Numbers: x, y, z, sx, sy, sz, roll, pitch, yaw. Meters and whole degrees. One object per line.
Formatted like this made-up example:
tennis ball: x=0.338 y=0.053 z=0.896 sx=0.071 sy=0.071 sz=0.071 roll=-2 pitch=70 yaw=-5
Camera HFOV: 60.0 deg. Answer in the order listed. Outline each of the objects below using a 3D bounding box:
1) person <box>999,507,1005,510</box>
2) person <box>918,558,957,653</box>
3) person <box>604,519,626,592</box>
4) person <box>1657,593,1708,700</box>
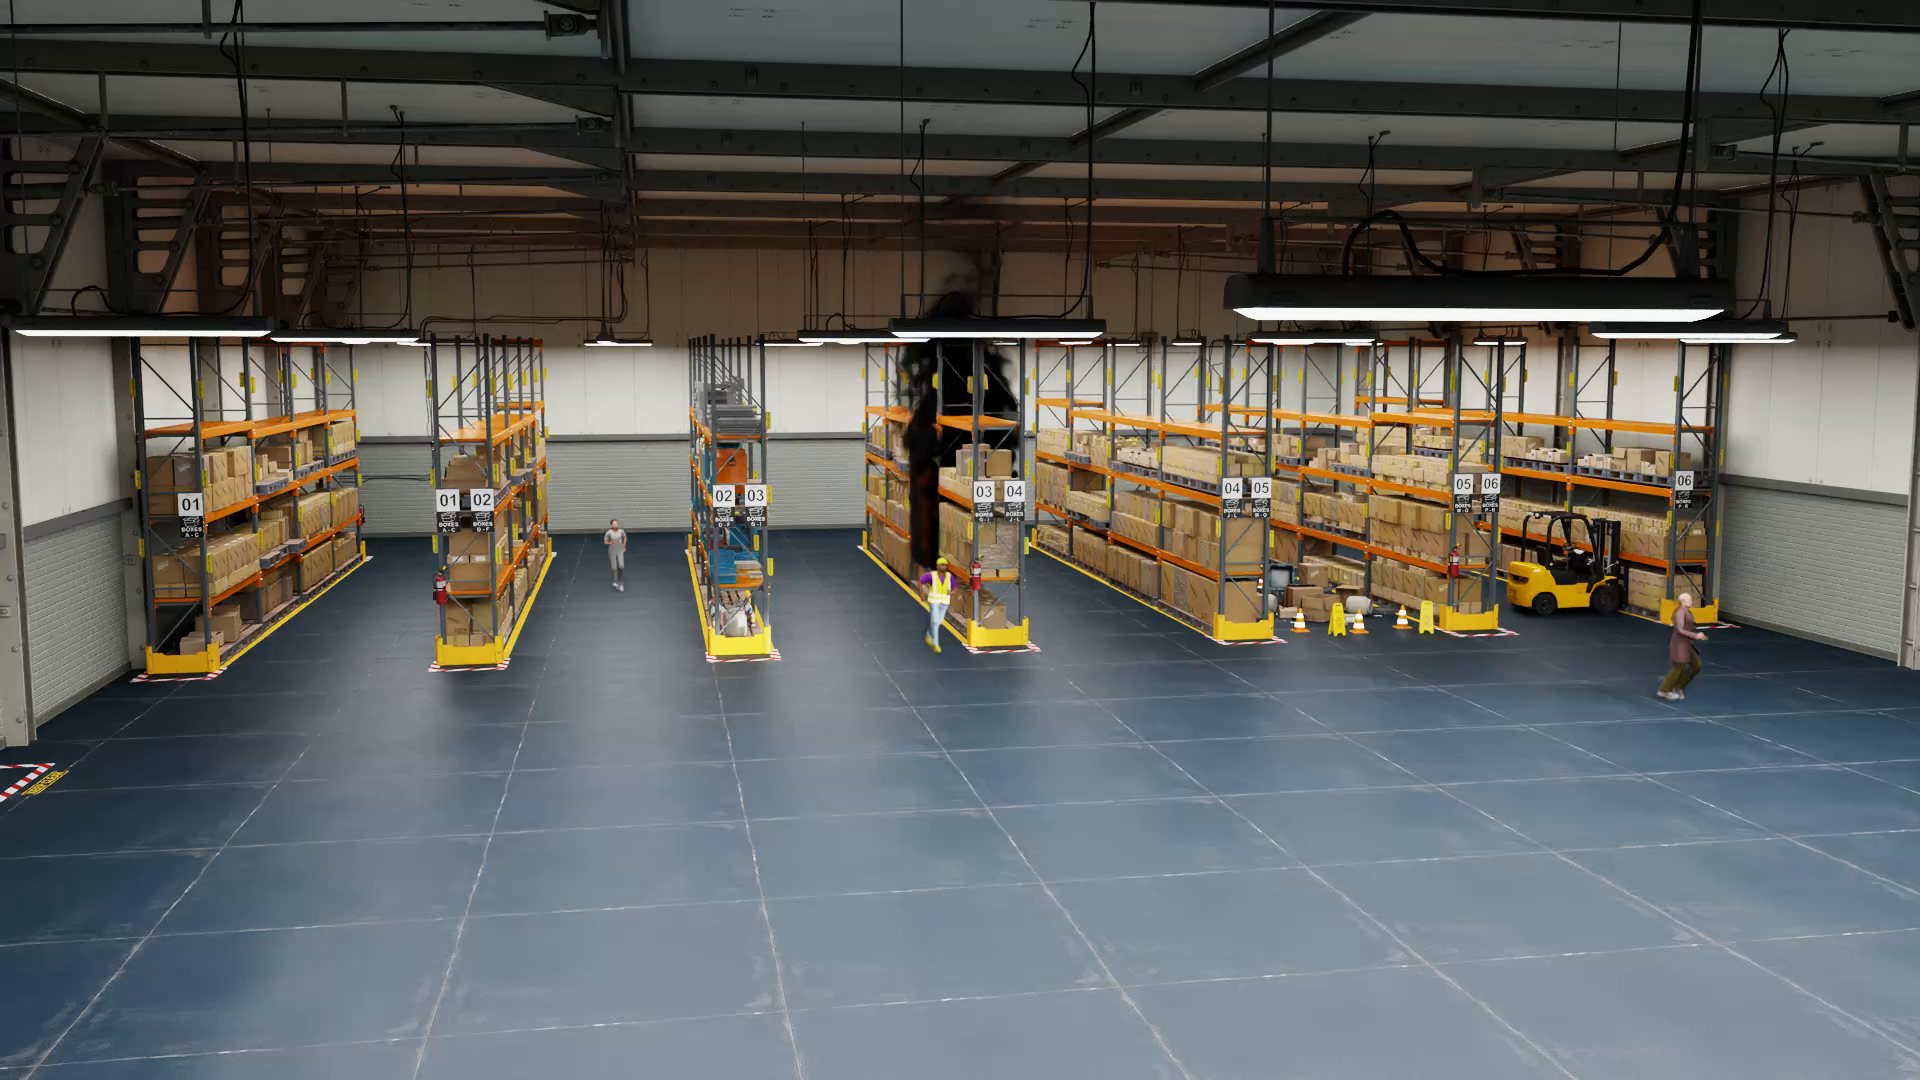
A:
person: x=1.274 y=-0.531 z=46.951 sx=0.596 sy=1.819 sz=0.920 roll=-2 pitch=7 yaw=-16
person: x=-0.388 y=1.205 z=31.680 sx=0.727 sy=1.743 sz=0.986 roll=-3 pitch=7 yaw=-22
person: x=-8.217 y=0.351 z=39.693 sx=0.551 sy=1.726 sz=0.784 roll=-2 pitch=7 yaw=-17
person: x=11.816 y=1.757 z=27.133 sx=0.744 sy=1.798 sz=0.732 roll=5 pitch=8 yaw=36
